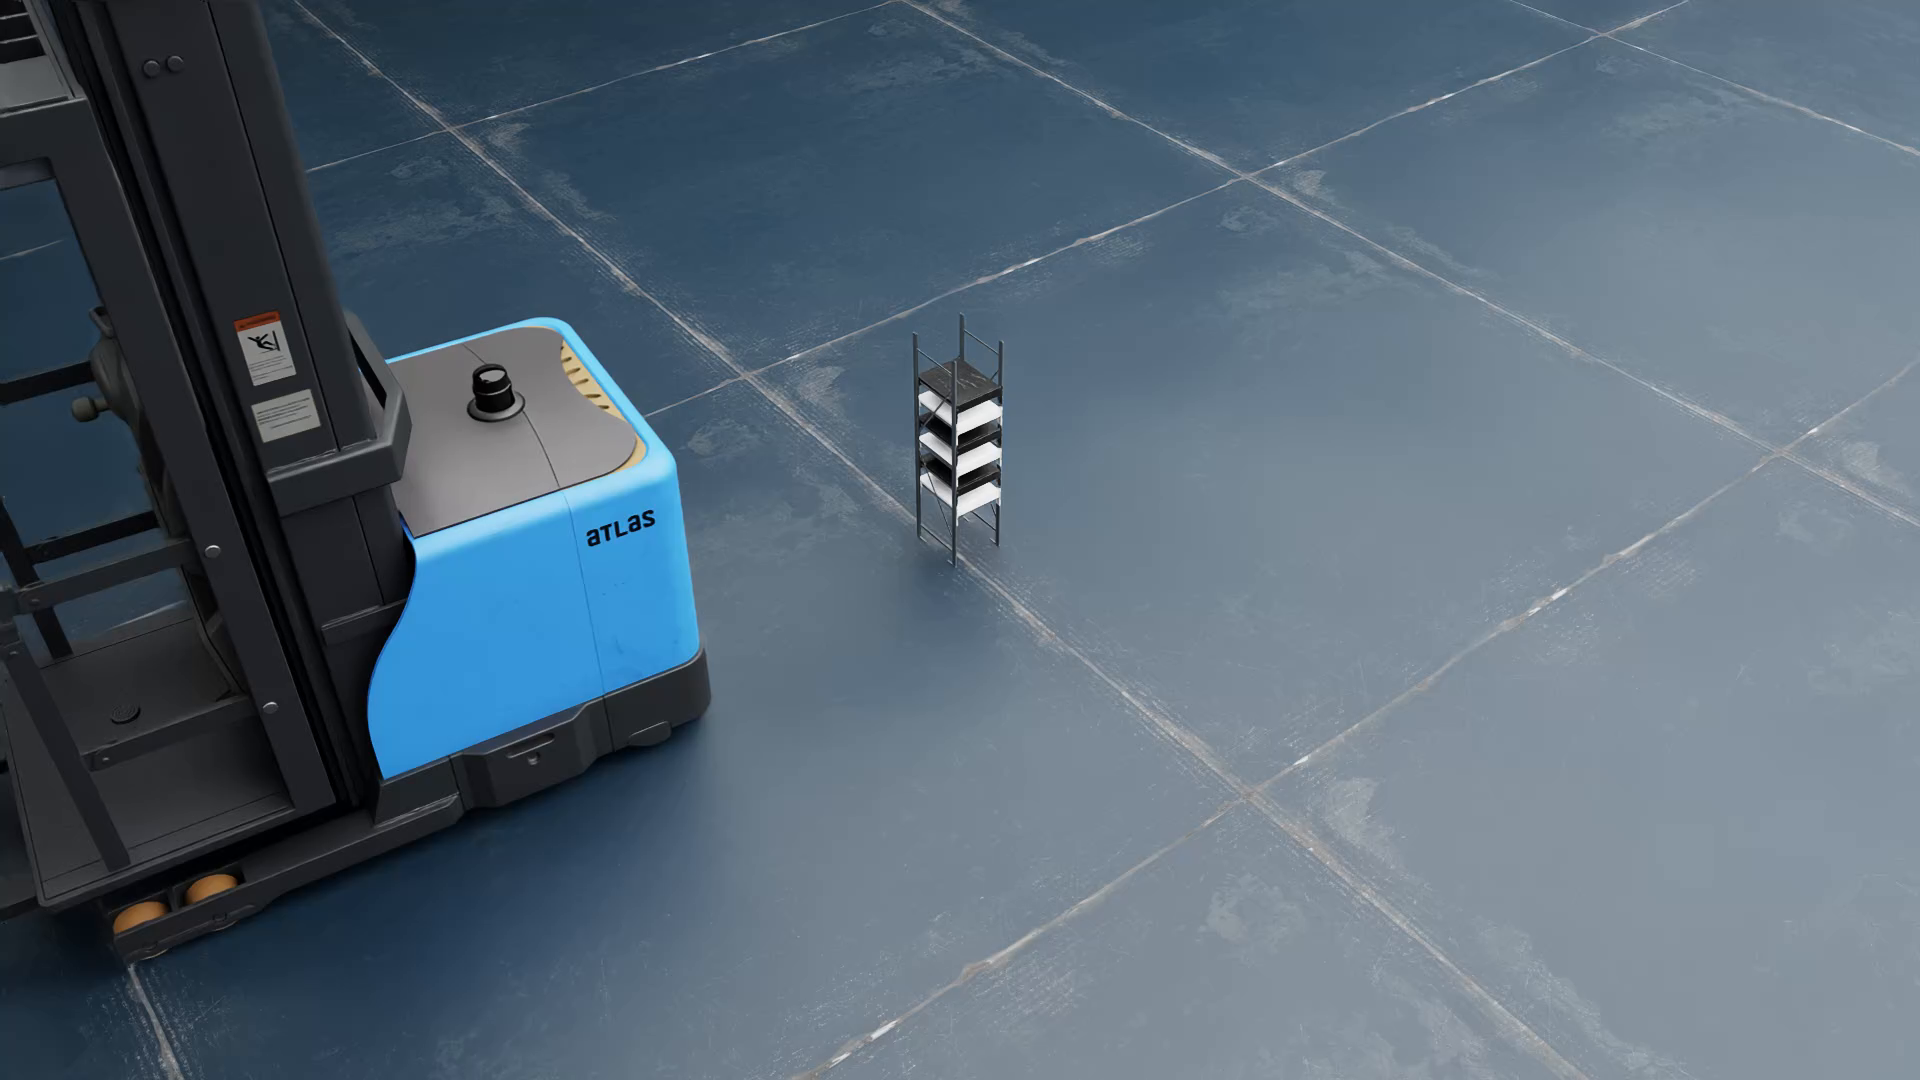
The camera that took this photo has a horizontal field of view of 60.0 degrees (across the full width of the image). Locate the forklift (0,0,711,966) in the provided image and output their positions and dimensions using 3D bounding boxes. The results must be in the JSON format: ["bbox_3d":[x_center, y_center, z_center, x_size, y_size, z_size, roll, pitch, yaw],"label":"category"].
[{"bbox_3d":[-2.350,-0.315,4.323,3.031,2.935,1.130,-21,44,-24],"label":"forklift"}]

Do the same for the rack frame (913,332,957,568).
[{"bbox_3d":[-0.087,-0.305,5.913,0.006,0.900,0.240,-26,46,-28],"label":"rack frame"}]

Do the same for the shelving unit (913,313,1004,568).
[{"bbox_3d":[-0.006,-0.345,5.961,0.210,0.900,0.258,-26,46,-28],"label":"shelving unit"}]

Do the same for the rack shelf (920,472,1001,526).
[{"bbox_3d":[-0.006,-0.180,6.096,0.200,0.077,0.258,-26,46,-28],"label":"rack shelf"}]

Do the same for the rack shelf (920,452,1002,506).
[{"bbox_3d":[-0.006,-0.249,6.039,0.200,0.077,0.258,-26,46,-28],"label":"rack shelf"}]

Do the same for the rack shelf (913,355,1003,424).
[{"bbox_3d":[-0.006,-0.528,5.811,0.200,0.077,0.258,-26,46,-28],"label":"rack shelf"}]

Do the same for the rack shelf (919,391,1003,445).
[{"bbox_3d":[-0.006,-0.458,5.868,0.200,0.077,0.258,-26,46,-28],"label":"rack shelf"}]

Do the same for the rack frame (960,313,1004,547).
[{"bbox_3d":[0.074,-0.384,6.009,0.006,0.900,0.240,-26,46,-28],"label":"rack frame"}]

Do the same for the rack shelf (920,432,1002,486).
[{"bbox_3d":[-0.006,-0.319,5.982,0.200,0.077,0.258,-26,46,-28],"label":"rack shelf"}]

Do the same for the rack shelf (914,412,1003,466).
[{"bbox_3d":[-0.006,-0.389,5.925,0.200,0.077,0.258,-26,46,-28],"label":"rack shelf"}]
